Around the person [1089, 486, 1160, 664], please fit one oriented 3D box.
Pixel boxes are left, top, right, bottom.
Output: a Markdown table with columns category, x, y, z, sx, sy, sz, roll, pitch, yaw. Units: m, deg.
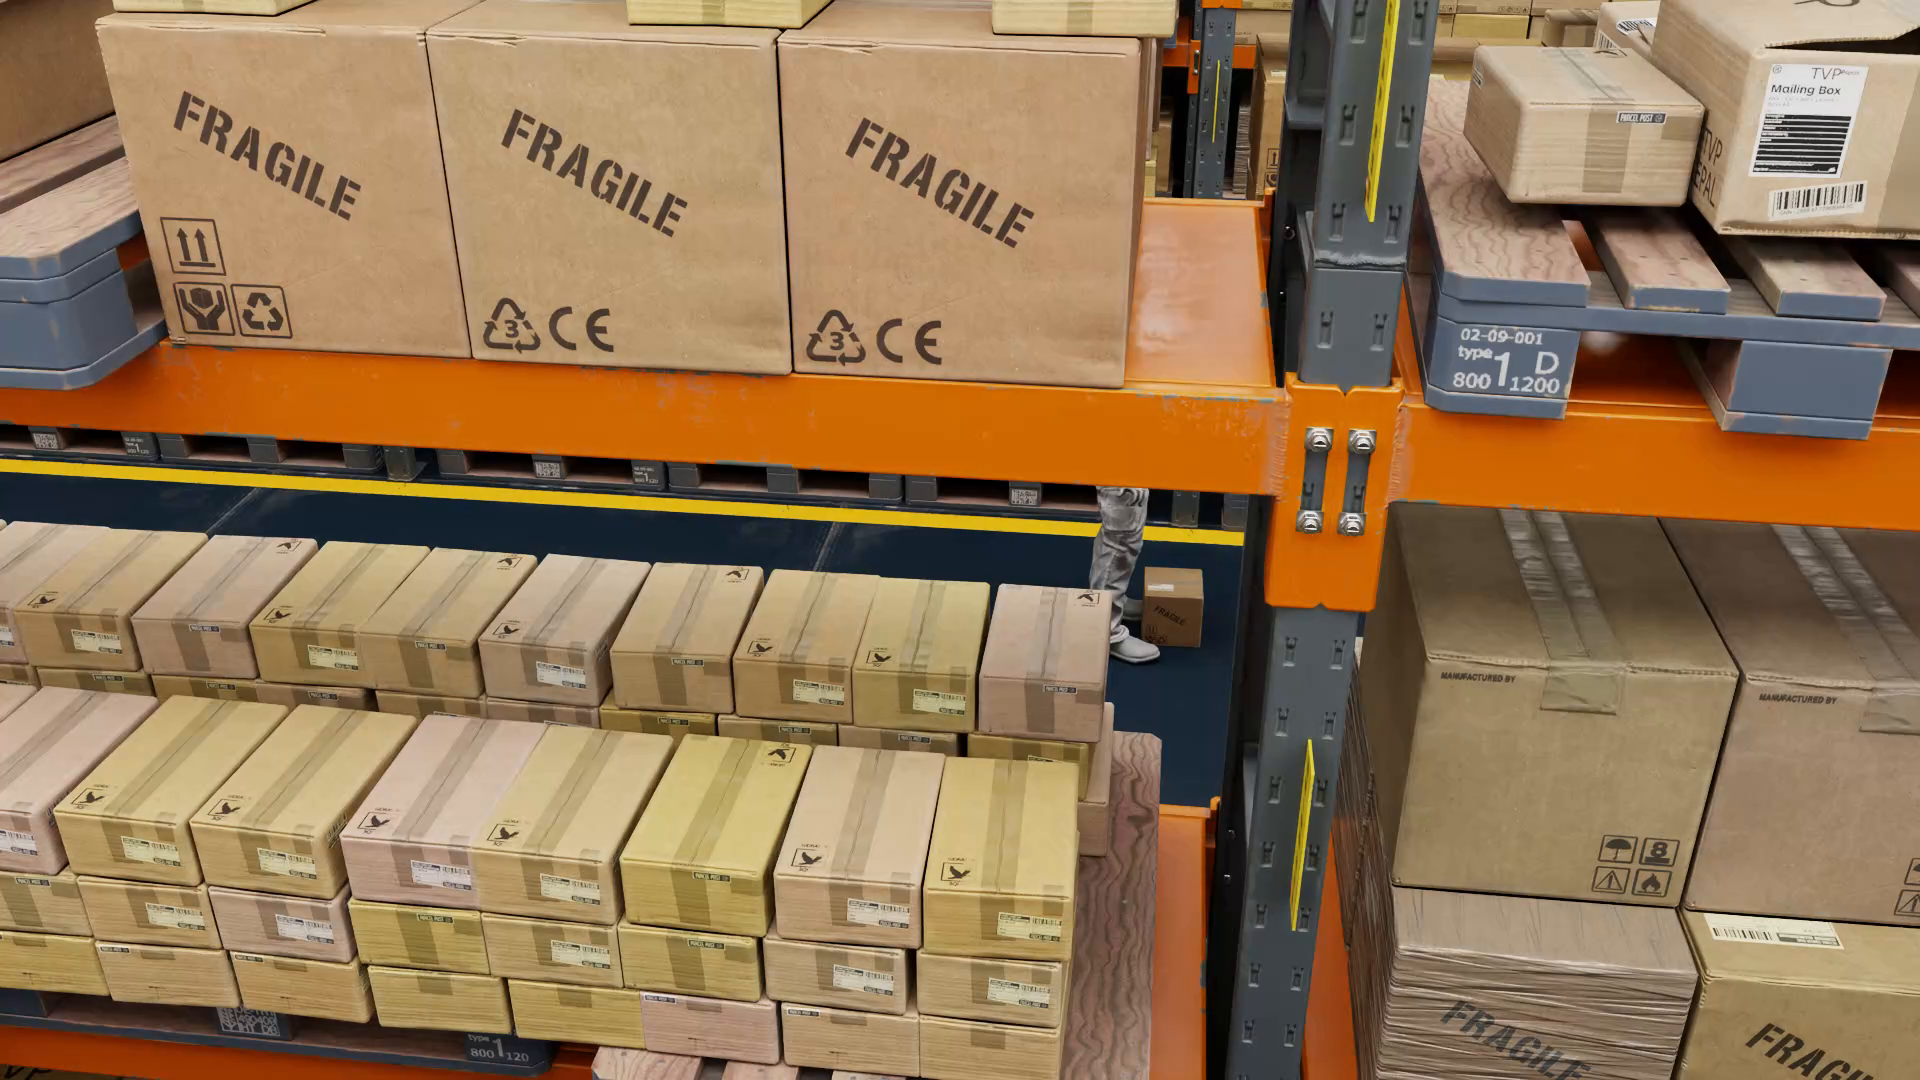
| category | x | y | z | sx | sy | sz | roll | pitch | yaw |
| --- | --- | --- | --- | --- | --- | --- | --- | --- | --- |
| person | 0.693 | -0.392 | 6.843 | 0.448 | 1.775 | 0.633 | 2 | 28 | 5 |
